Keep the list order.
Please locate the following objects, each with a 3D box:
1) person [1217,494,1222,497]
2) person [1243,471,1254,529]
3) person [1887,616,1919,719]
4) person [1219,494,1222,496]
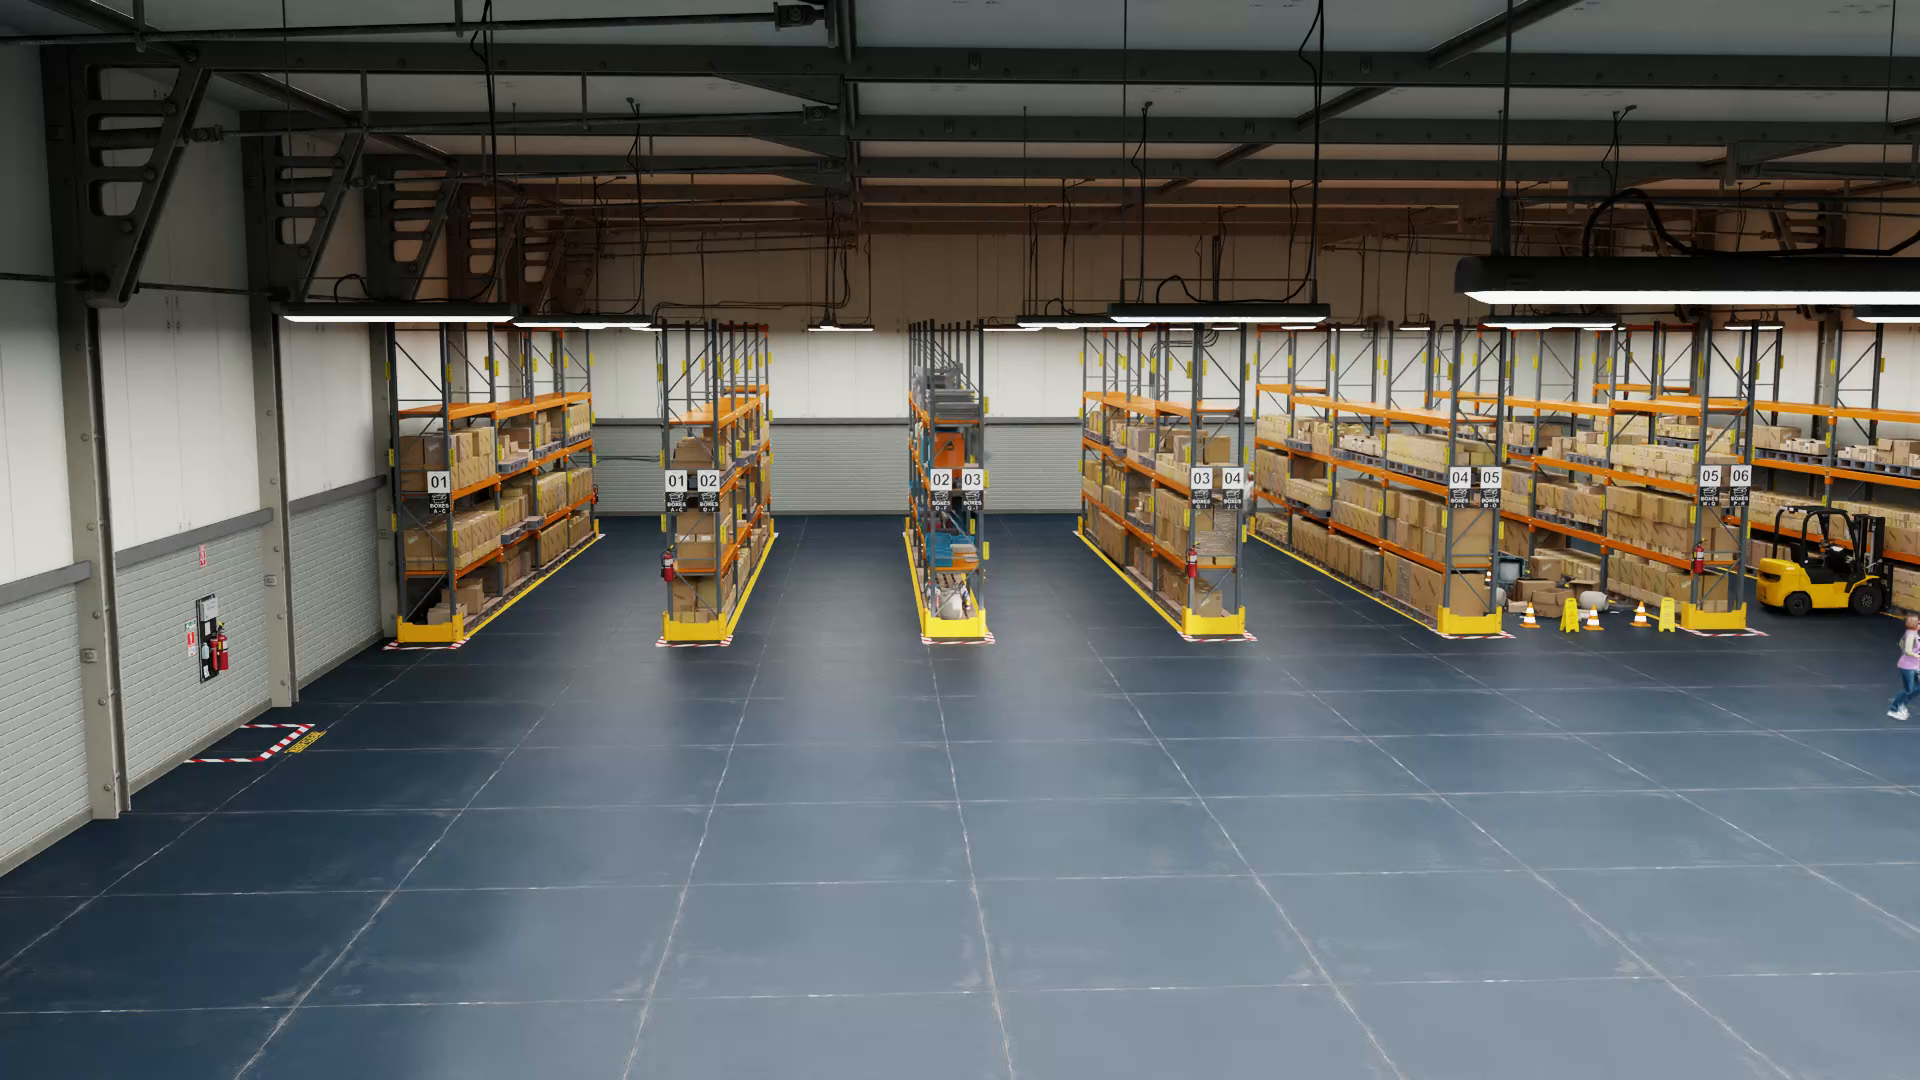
[{"bbox_3d":[7.295,-1.080,48.096,0.736,1.743,0.789,4,8,29],"label":"person"},{"bbox_3d":[8.460,-1.178,48.886,0.560,1.723,0.675,-3,8,-25],"label":"person"},{"bbox_3d":[14.136,1.897,24.686,0.585,1.565,0.536,6,9,40],"label":"person"},{"bbox_3d":[7.613,-1.072,48.620,0.811,1.640,0.684,-4,8,-29],"label":"person"}]
